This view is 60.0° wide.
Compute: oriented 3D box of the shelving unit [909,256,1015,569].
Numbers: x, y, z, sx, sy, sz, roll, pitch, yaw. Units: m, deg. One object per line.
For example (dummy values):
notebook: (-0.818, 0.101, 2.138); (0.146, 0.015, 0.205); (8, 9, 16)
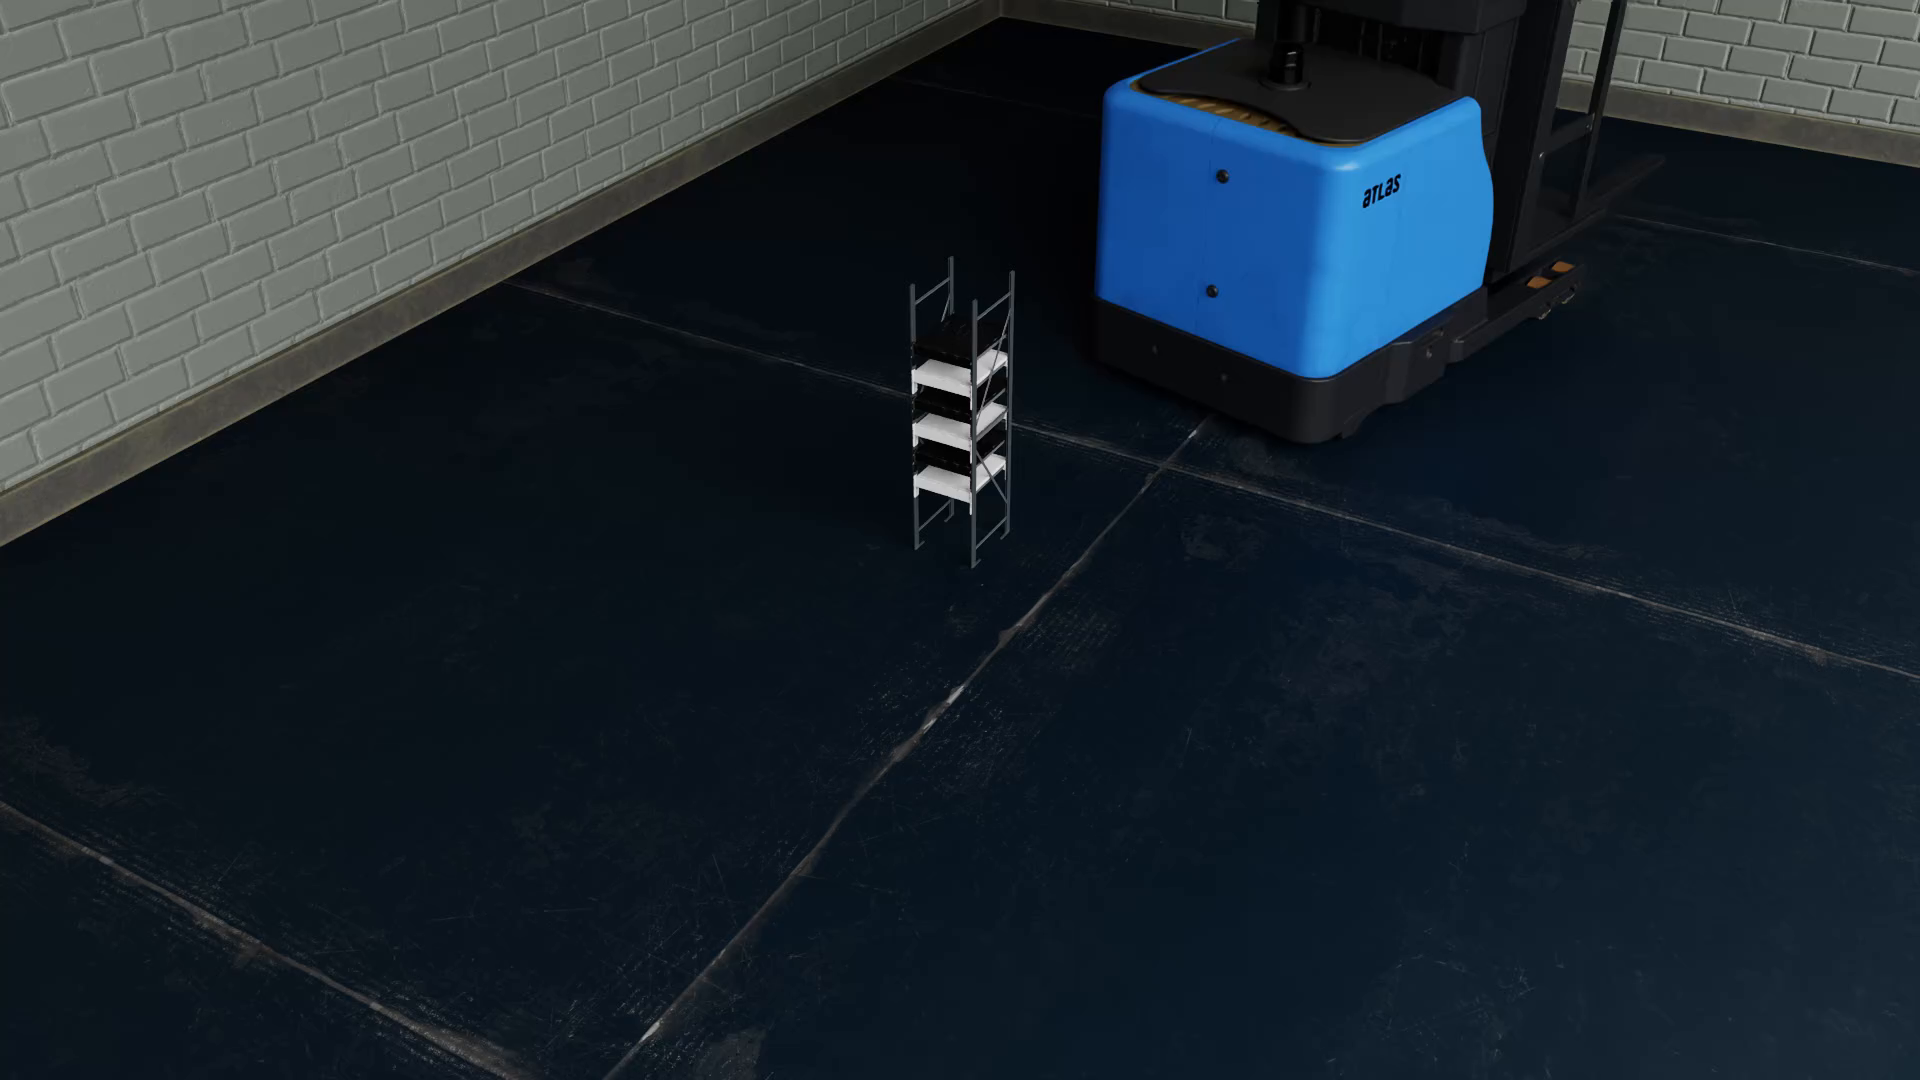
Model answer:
shelving unit: (0.007, -0.372, 4.997); (0.210, 0.900, 0.258); (18, 37, 24)

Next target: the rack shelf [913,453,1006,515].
rack shelf: (0.007, -0.195, 5.115); (0.200, 0.077, 0.258); (18, 37, 24)

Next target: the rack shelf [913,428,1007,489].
rack shelf: (0.007, -0.270, 5.066); (0.200, 0.077, 0.258); (18, 37, 24)

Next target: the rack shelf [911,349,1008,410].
rack shelf: (0.007, -0.494, 4.916); (0.200, 0.077, 0.258); (18, 37, 24)

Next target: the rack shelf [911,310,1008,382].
rack shelf: (0.007, -0.569, 4.866); (0.200, 0.077, 0.258); (18, 37, 24)

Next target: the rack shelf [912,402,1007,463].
rack shelf: (0.007, -0.345, 5.016); (0.200, 0.077, 0.258); (18, 37, 24)

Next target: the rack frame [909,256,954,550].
rack frame: (-0.081, -0.400, 5.039); (0.006, 0.900, 0.240); (18, 37, 24)

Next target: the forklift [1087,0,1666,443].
forklift: (1.856, -2.266, 6.009); (1.130, 2.935, 3.031); (28, 43, 35)

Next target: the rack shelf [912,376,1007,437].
rack shelf: (0.007, -0.419, 4.966); (0.200, 0.077, 0.258); (18, 37, 24)

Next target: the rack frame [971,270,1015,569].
rack frame: (0.095, -0.344, 4.955); (0.006, 0.900, 0.240); (18, 37, 24)
